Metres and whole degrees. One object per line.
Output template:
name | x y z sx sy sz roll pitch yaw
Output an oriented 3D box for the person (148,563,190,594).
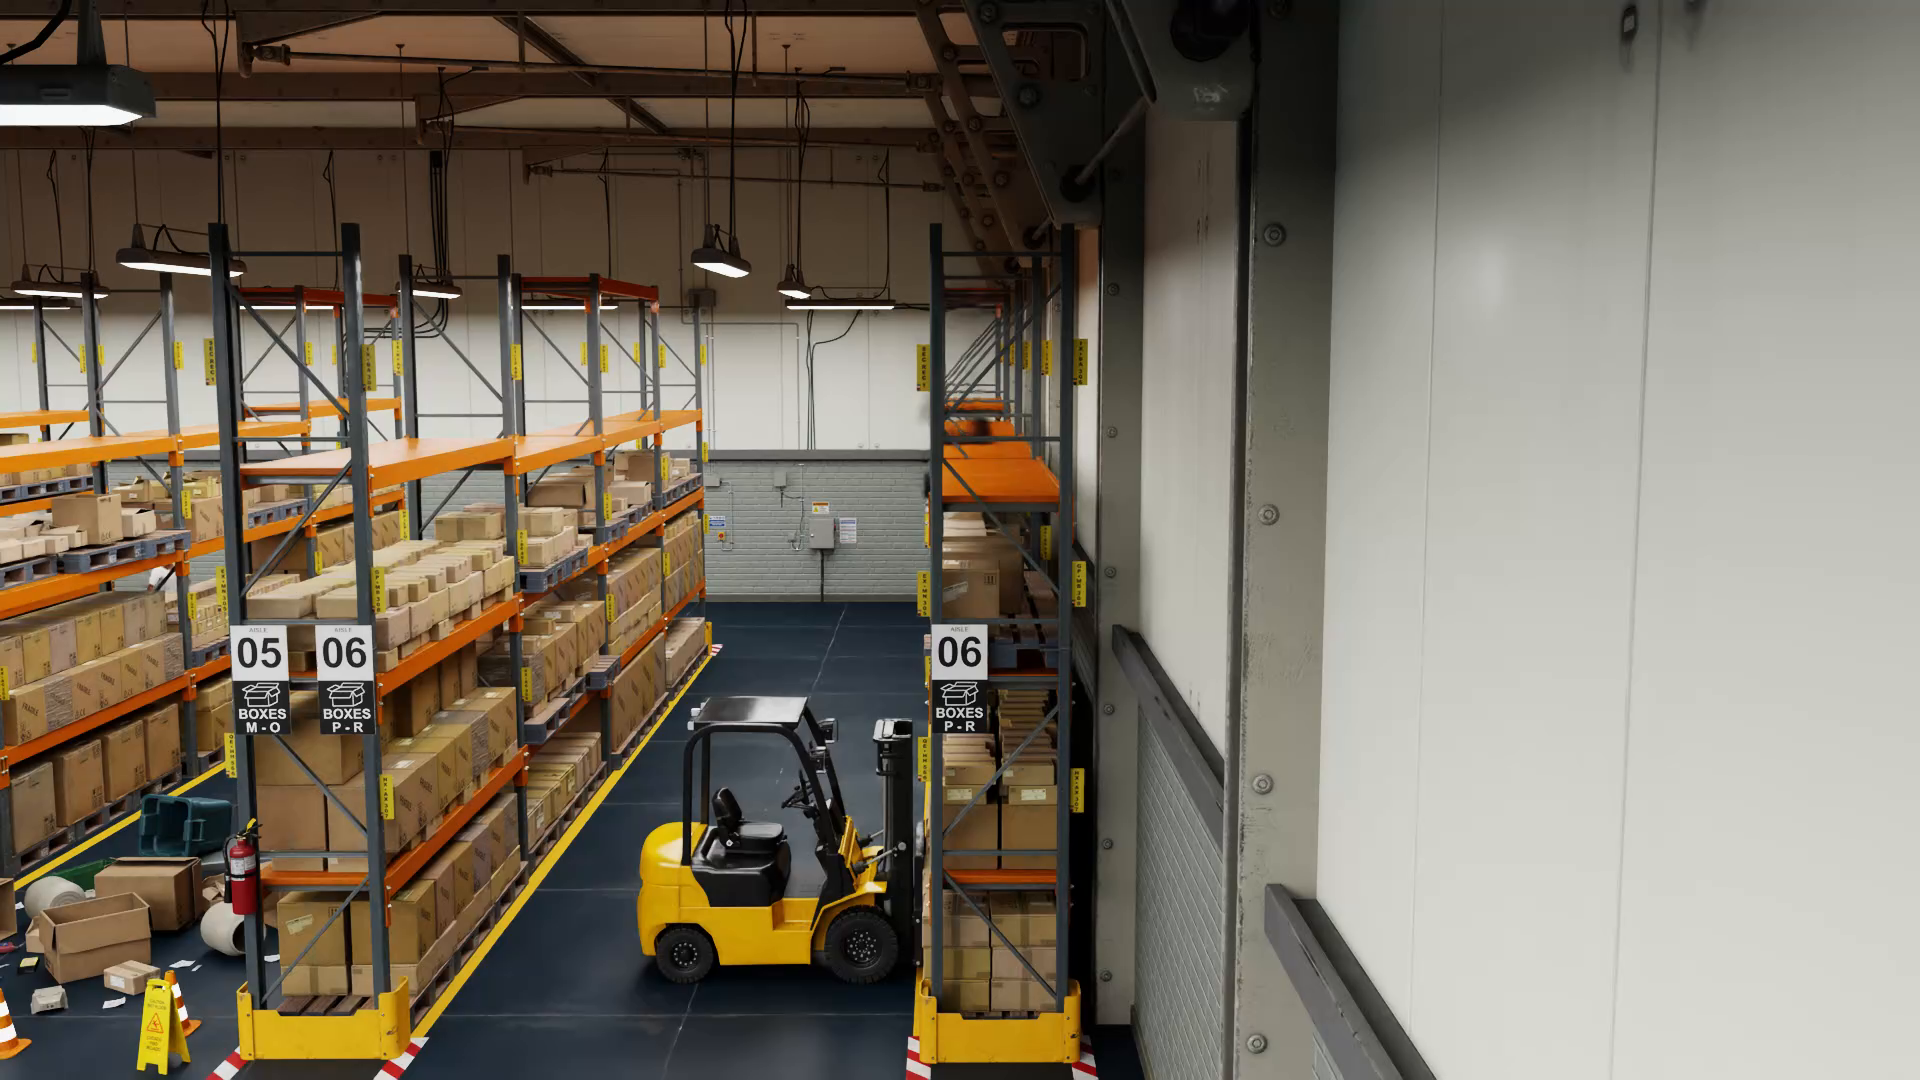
person | -13.525 0.995 28.533 0.622 1.696 0.751 4 8 33
